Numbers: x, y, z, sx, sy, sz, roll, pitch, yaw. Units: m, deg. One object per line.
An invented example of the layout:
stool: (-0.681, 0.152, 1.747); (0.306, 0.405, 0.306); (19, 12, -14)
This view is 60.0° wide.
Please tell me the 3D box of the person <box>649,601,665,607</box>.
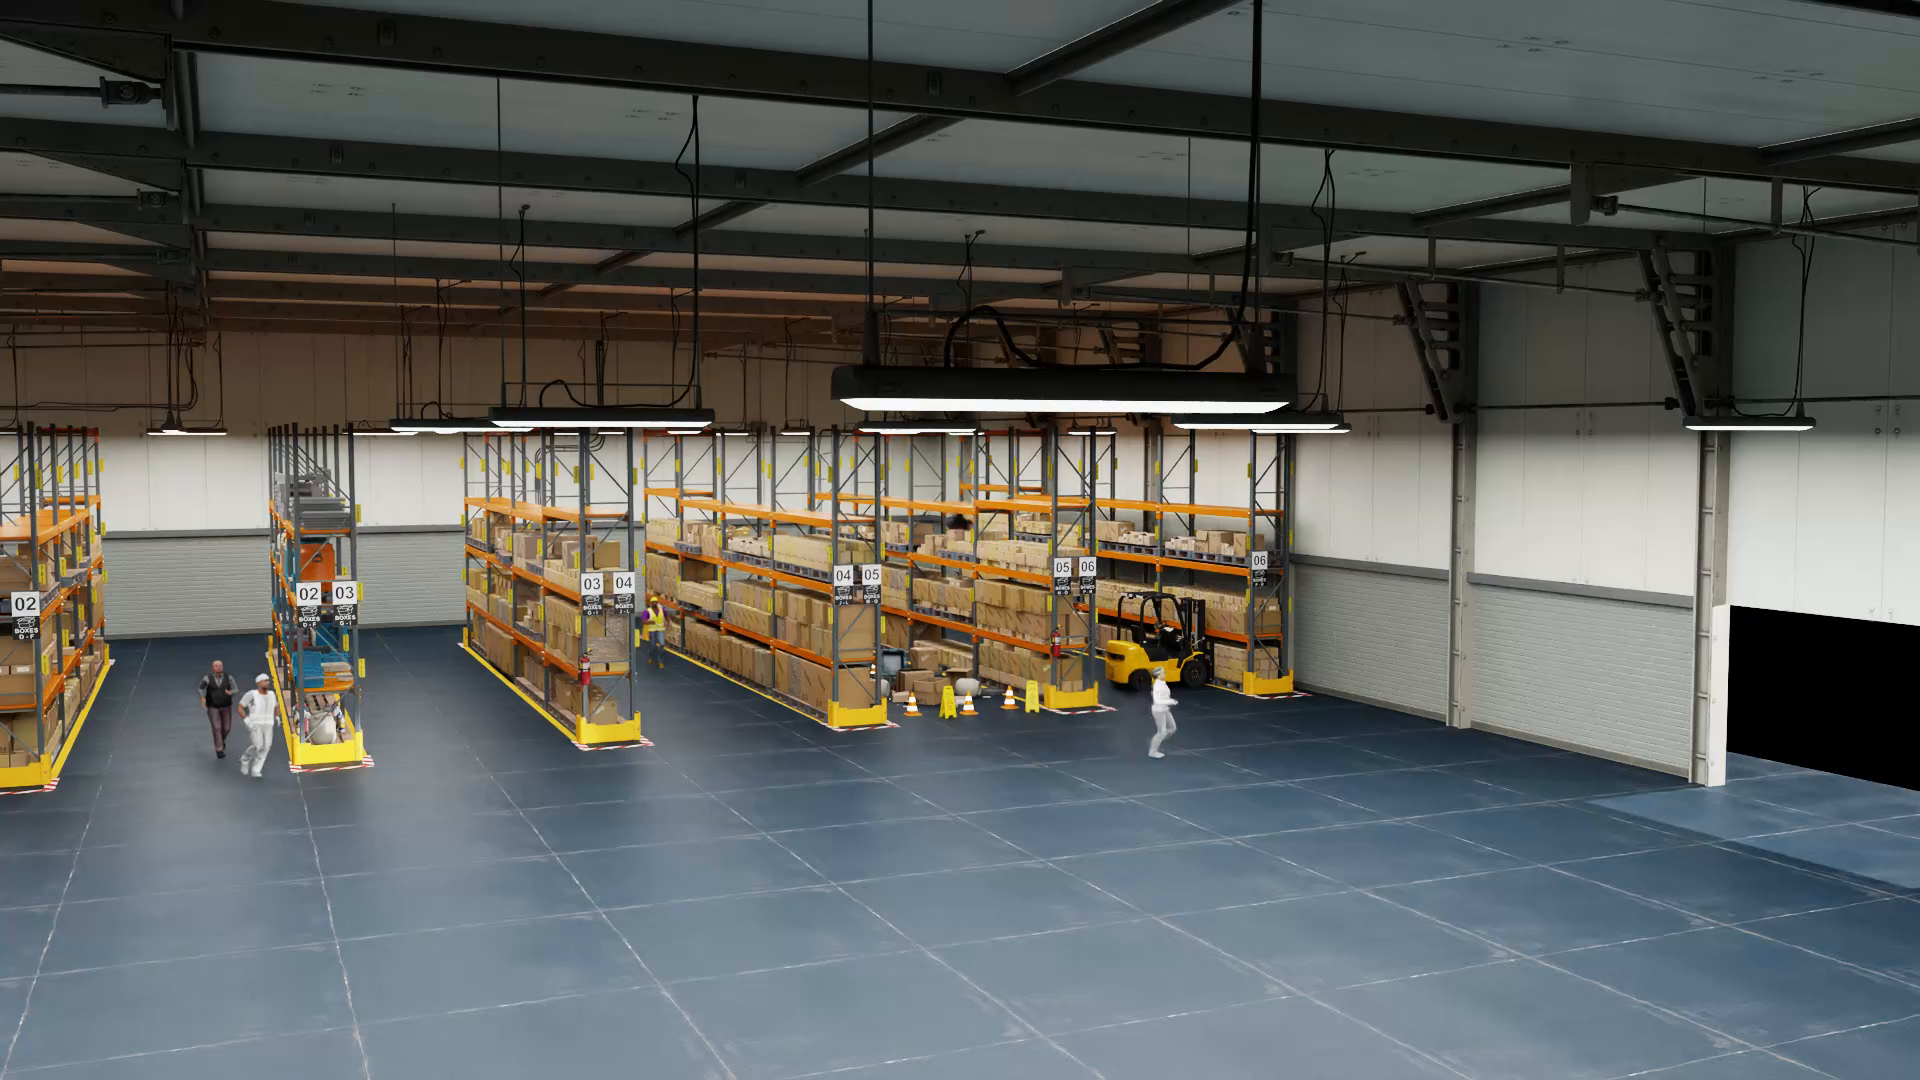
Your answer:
person: (-8.927, 1.902, 49.292); (0.981, 1.613, 0.747); (1, 4, 10)

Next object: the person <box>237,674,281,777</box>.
person: (-11.844, 3.142, 28.242); (0.525, 1.699, 0.724); (3, 5, 42)

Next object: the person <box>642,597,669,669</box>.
person: (-7.597, 2.314, 41.597); (0.706, 1.797, 0.864); (-1, 4, -20)

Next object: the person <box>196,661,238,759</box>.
person: (-13.332, 3.019, 29.913); (0.662, 1.698, 0.961); (-2, 4, -35)

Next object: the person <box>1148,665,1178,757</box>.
person: (3.655, 3.062, 29.752); (0.562, 1.656, 0.601); (1, 4, 21)
